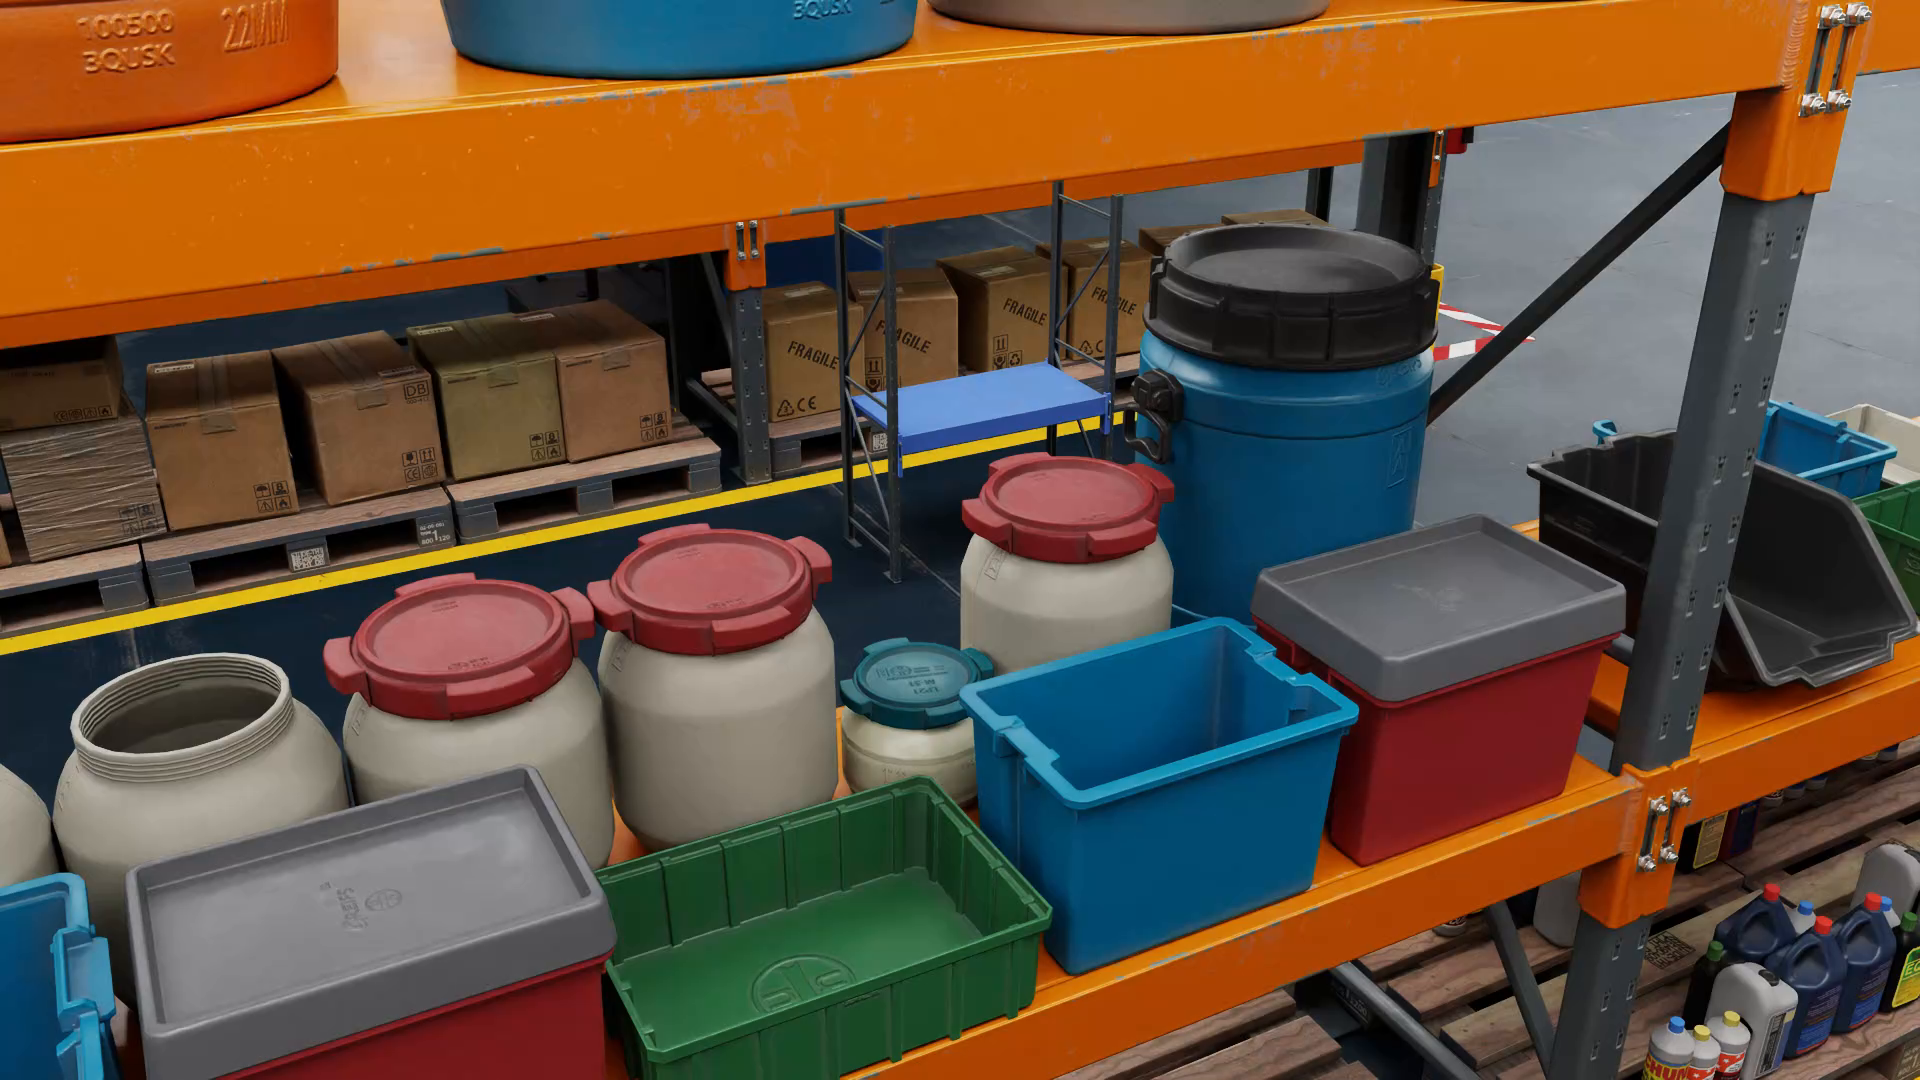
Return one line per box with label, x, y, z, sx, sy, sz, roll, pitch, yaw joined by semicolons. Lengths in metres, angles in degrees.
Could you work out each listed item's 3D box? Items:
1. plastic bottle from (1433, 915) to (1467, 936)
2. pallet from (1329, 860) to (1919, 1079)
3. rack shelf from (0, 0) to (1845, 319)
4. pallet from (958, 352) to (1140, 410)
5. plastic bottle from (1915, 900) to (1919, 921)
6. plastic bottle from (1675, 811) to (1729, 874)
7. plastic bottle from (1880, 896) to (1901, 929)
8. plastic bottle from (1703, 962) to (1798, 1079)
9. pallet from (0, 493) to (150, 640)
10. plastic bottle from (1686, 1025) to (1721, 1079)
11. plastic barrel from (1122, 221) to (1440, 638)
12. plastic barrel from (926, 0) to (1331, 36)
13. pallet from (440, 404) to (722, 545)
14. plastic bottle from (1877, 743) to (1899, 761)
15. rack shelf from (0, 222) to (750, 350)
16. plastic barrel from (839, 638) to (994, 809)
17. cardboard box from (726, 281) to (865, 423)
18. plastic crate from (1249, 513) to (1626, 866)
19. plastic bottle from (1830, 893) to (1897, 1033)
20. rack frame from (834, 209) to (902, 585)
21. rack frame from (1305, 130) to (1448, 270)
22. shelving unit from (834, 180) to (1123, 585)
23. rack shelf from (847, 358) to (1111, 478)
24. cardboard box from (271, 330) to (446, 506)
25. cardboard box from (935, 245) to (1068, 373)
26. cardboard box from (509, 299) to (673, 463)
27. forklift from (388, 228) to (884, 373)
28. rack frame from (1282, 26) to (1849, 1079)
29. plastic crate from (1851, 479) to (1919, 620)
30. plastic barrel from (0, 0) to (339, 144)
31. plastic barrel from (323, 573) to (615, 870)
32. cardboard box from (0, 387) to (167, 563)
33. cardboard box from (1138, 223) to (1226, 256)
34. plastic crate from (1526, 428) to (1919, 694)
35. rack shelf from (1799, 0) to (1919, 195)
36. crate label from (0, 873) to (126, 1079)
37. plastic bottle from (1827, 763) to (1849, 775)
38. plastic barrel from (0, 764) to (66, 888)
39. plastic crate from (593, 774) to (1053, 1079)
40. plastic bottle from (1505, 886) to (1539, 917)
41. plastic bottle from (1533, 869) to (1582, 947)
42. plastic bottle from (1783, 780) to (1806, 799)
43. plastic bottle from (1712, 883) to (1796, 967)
plastic bottle;1.333;0.962;4.505;0.097;0.201;0.097;0;26;0
pallet;1.772;1.228;4.448;1.213;0.211;1.003;-13;29;-25
rack shelf;-0.605;-0.529;2.251;4.000;0.370;1.077;-13;29;-25
pallet;0.482;-0.943;8.970;1.213;0.211;1.003;-13;29;-25
plastic bottle;2.608;0.957;4.344;0.185;0.351;0.144;-13;29;-25
plastic bottle;2.117;0.806;4.736;0.133;0.283;0.061;-13;29;-25
plastic bottle;2.346;1.035;4.273;0.097;0.271;0.097;0;26;0
plastic bottle;1.919;1.148;4.032;0.135;0.276;0.152;-12;28;-23
pallet;-4.011;0.114;6.770;1.213;0.211;1.003;-13;29;-25
plastic bottle;1.736;1.237;3.933;0.097;0.201;0.097;0;26;0
plastic barrel;0.676;-0.171;3.561;0.708;0.901;0.600;-13;29;-25
plastic barrel;0.236;-1.167;2.169;0.600;0.901;0.600;0;26;0
pallet;-1.858;-0.383;7.805;1.213;0.211;1.003;-13;29;-25
plastic bottle;2.942;0.559;5.264;0.097;0.271;0.097;0;26;0
rack shelf;-2.936;-1.068;6.840;4.000;0.370;1.077;-13;29;-25
plastic barrel;-0.081;0.365;3.183;0.301;0.262;0.301;0;26;0
cardboard box;-0.800;-0.928;8.121;0.500;0.500;0.500;-14;29;-27
plastic crate;0.876;0.279;3.130;0.583;0.464;0.402;-13;29;-25
plastic bottle;2.233;1.043;4.163;0.185;0.351;0.144;-14;29;-27
rack frame;-0.373;-0.590;6.746;0.032;1.500;0.500;-13;29;-25
rack frame;2.358;-2.614;9.229;0.127;3.000;1.000;-13;29;-25
shelving unit;0.075;-0.693;6.962;1.048;1.500;0.538;-13;29;-25
rack shelf;0.075;-0.531;7.039;1.000;0.185;0.538;-13;29;-25
cardboard box;-2.646;-0.550;7.310;0.500;0.500;0.700;-16;30;-29
cardboard box;0.213;-1.204;8.695;0.500;0.500;0.500;-16;30;-30
cardboard box;-1.723;-0.754;7.735;0.500;0.500;0.700;-15;30;-29
forklift;-1.920;-2.349;8.756;3.031;2.935;1.130;-14;29;-26
rack frame;1.159;0.092;3.593;0.127;3.000;1.000;-13;29;-25
plastic crate;2.490;0.019;3.990;0.662;0.188;0.450;-13;29;-25
plastic barrel;-0.966;-0.857;1.607;0.708;0.830;0.600;-13;29;-25
plastic barrel;-0.817;0.379;2.837;0.433;0.535;0.433;0;26;0
cardboard box;-3.636;-0.318;6.827;0.500;0.500;0.700;-16;30;-29
cardboard box;1.288;-1.421;9.147;0.500;0.500;0.500;-6;26;-12
plastic crate;1.681;0.062;3.727;0.504;0.338;0.767;-13;29;-25
rack shelf;2.924;-1.343;3.948;4.000;0.370;1.077;-13;29;-25
crate label;-1.366;0.792;2.095;0.616;0.435;0.502;-13;29;-25
plastic bottle;2.734;0.593;5.180;0.133;0.283;0.061;-12;28;-24
plastic barrel;-1.563;0.565;2.478;0.421;0.512;0.421;0;26;0
plastic crate;-0.245;0.650;2.675;0.662;0.188;0.450;-13;29;-25
plastic bottle;1.592;0.847;4.573;0.185;0.351;0.144;-14;29;-26
plastic bottle;1.660;0.902;4.459;0.185;0.351;0.144;-13;29;-25
plastic bottle;2.552;0.649;5.076;0.097;0.271;0.097;0;26;0
plastic bottle;1.999;1.027;4.198;0.185;0.351;0.144;-13;29;-25
